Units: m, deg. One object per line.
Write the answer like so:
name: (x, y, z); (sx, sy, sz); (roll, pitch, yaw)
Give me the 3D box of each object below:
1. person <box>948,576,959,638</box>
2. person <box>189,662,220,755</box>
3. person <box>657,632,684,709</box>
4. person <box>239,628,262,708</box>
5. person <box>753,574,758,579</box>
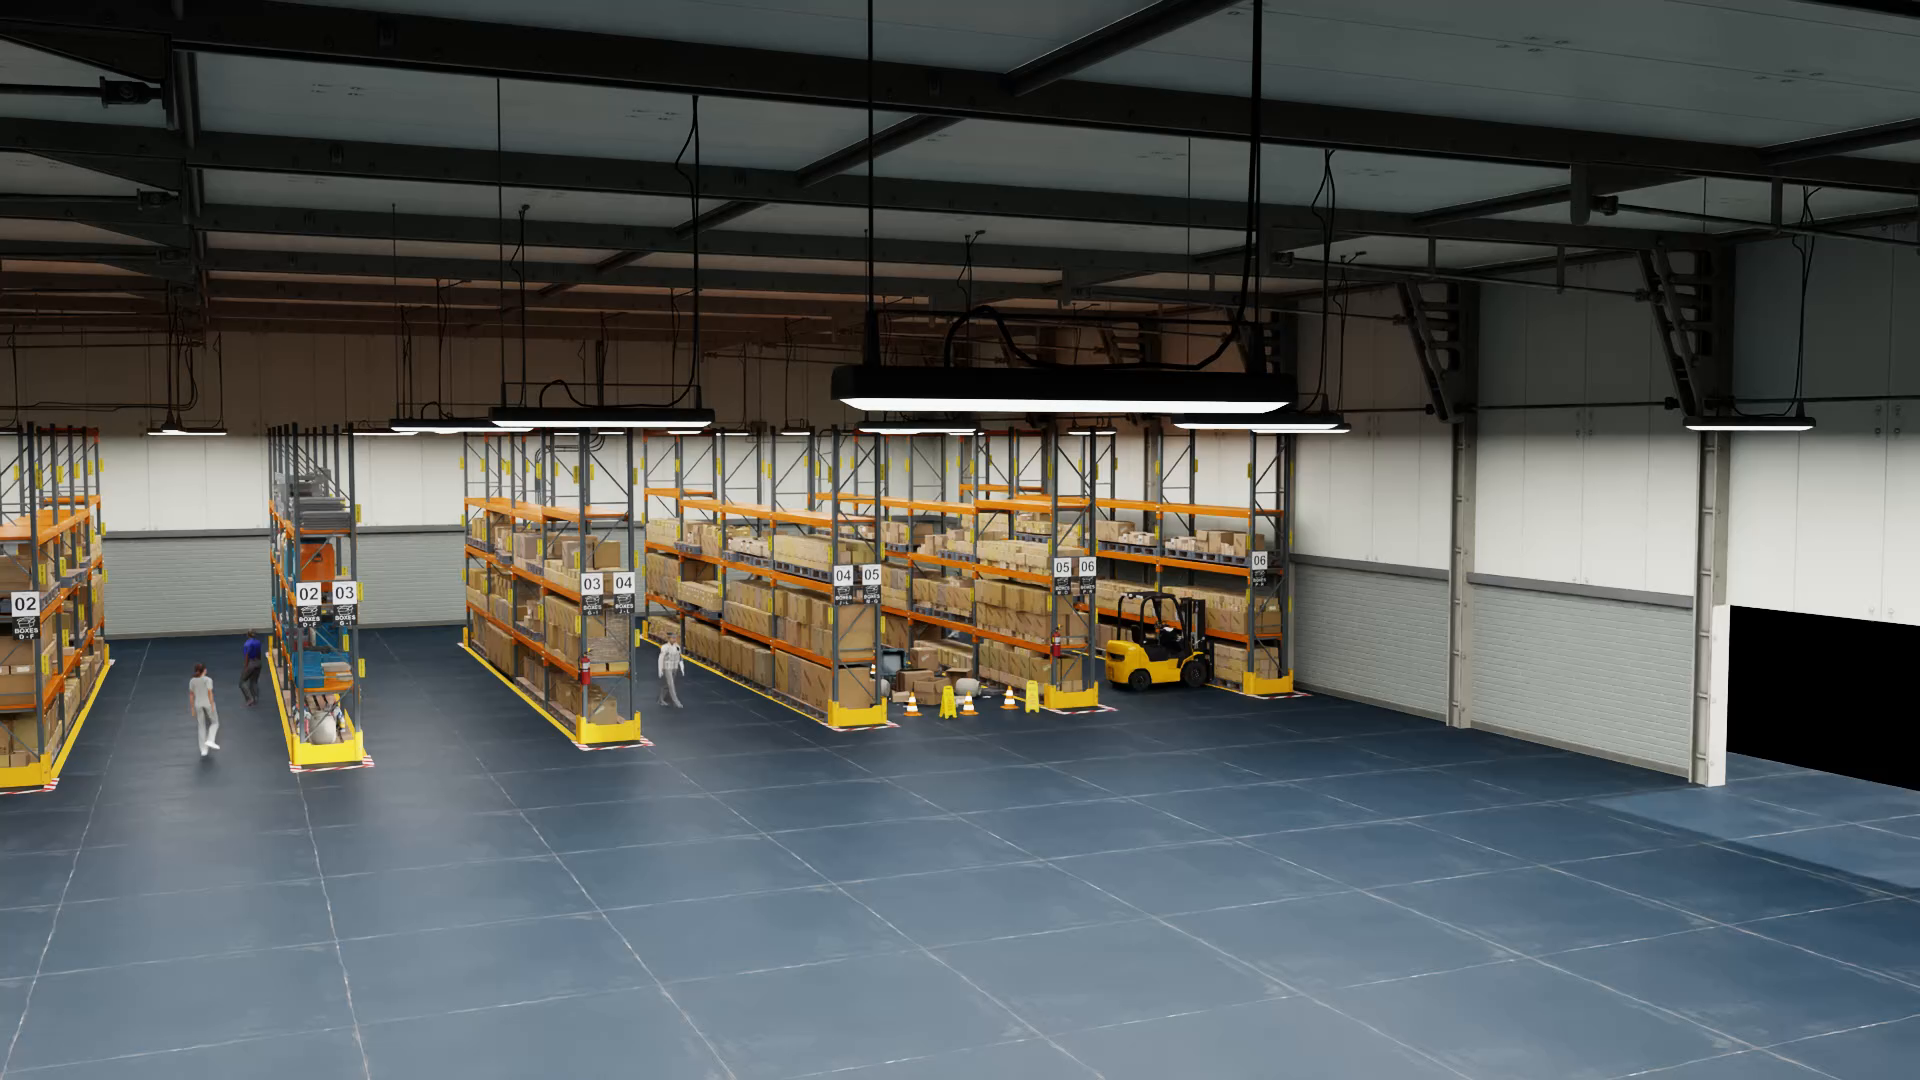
person: (-0.175, 1.920, 47.707); (0.539, 1.777, 0.621); (2, 4, 29)
person: (-13.689, 3.045, 30.109); (0.506, 1.660, 0.441); (-1, 4, -15)
person: (-6.081, 2.736, 35.188); (1.005, 1.615, 0.504); (2, 4, 35)
person: (-15.155, 2.736, 35.524); (0.384, 1.700, 0.503); (1, 4, 17)
person: (-6.266, 1.768, 51.223); (0.530, 1.623, 0.985); (-1, 4, -15)
